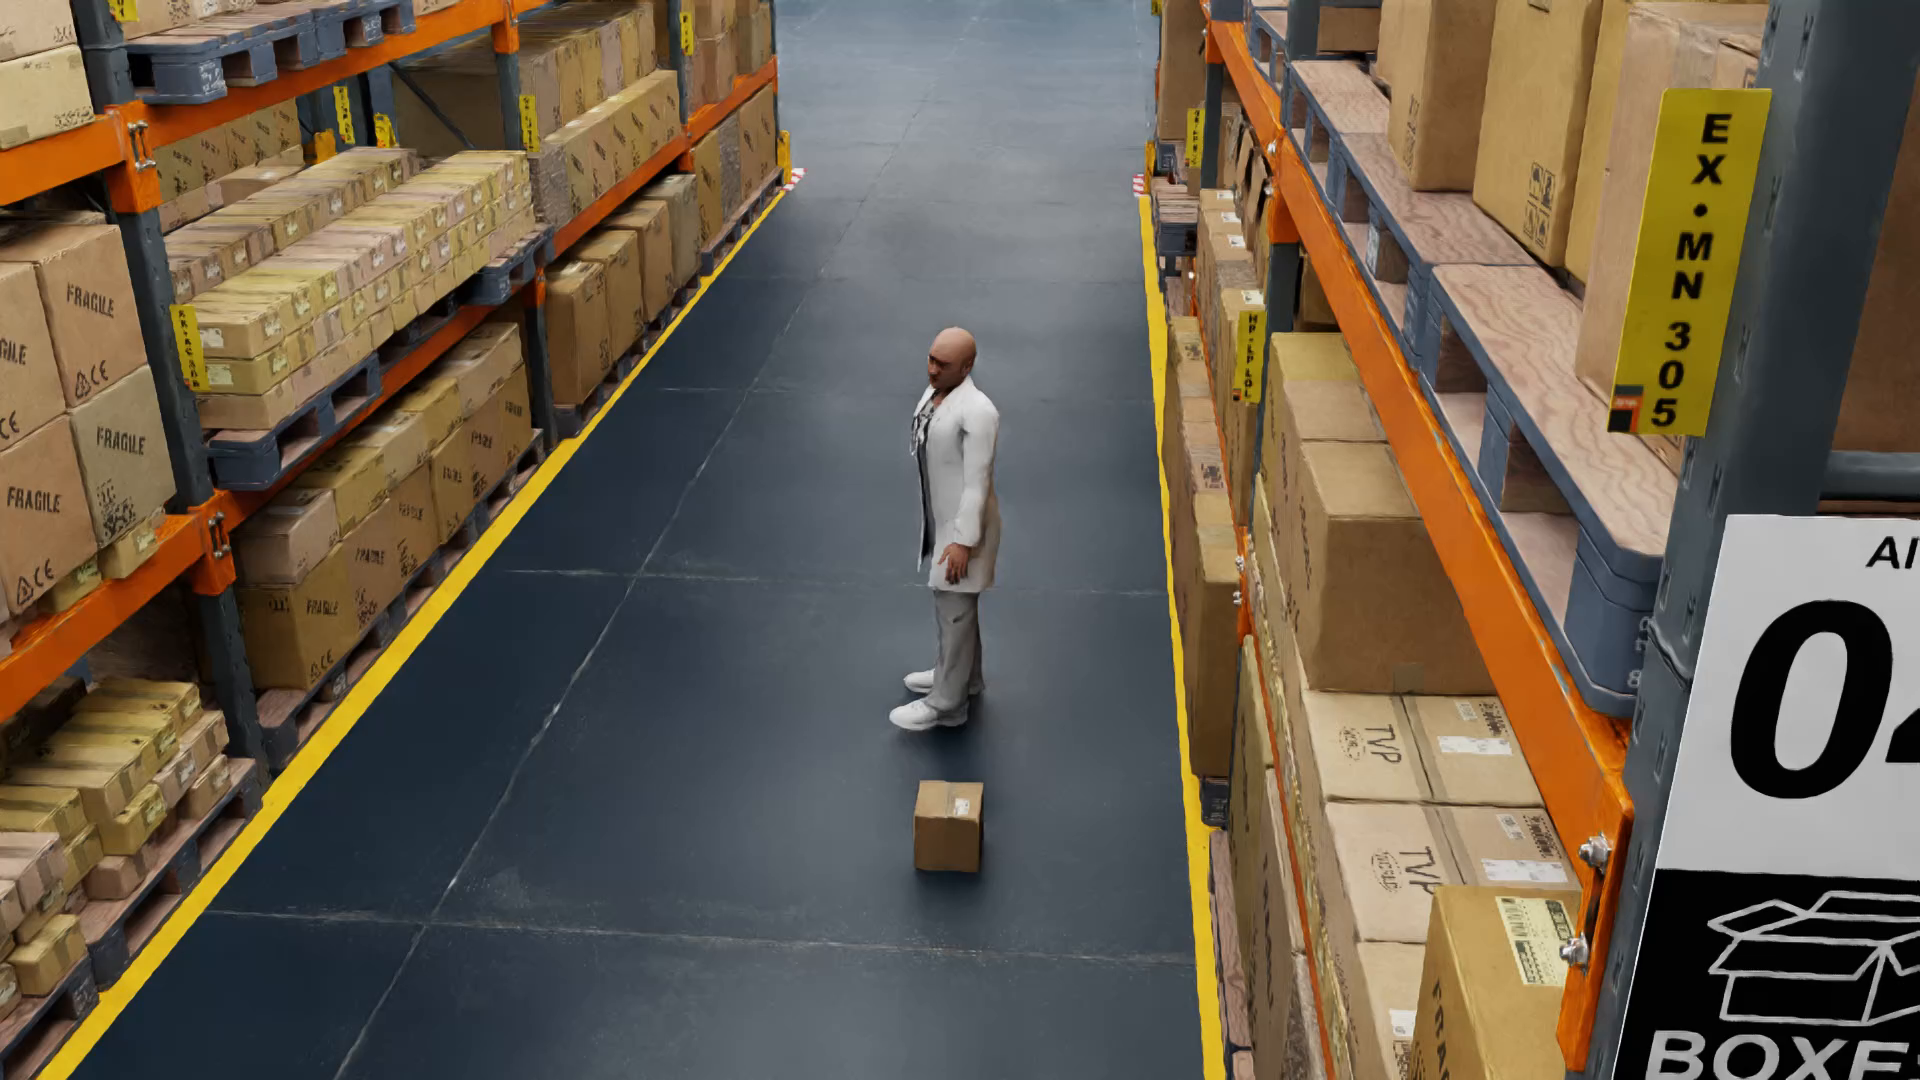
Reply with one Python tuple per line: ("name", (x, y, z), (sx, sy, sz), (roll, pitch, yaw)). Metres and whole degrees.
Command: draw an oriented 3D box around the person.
("person", (-0.114, -0.049, 7.173), (0.555, 1.786, 0.662), (-10, 26, -22))
